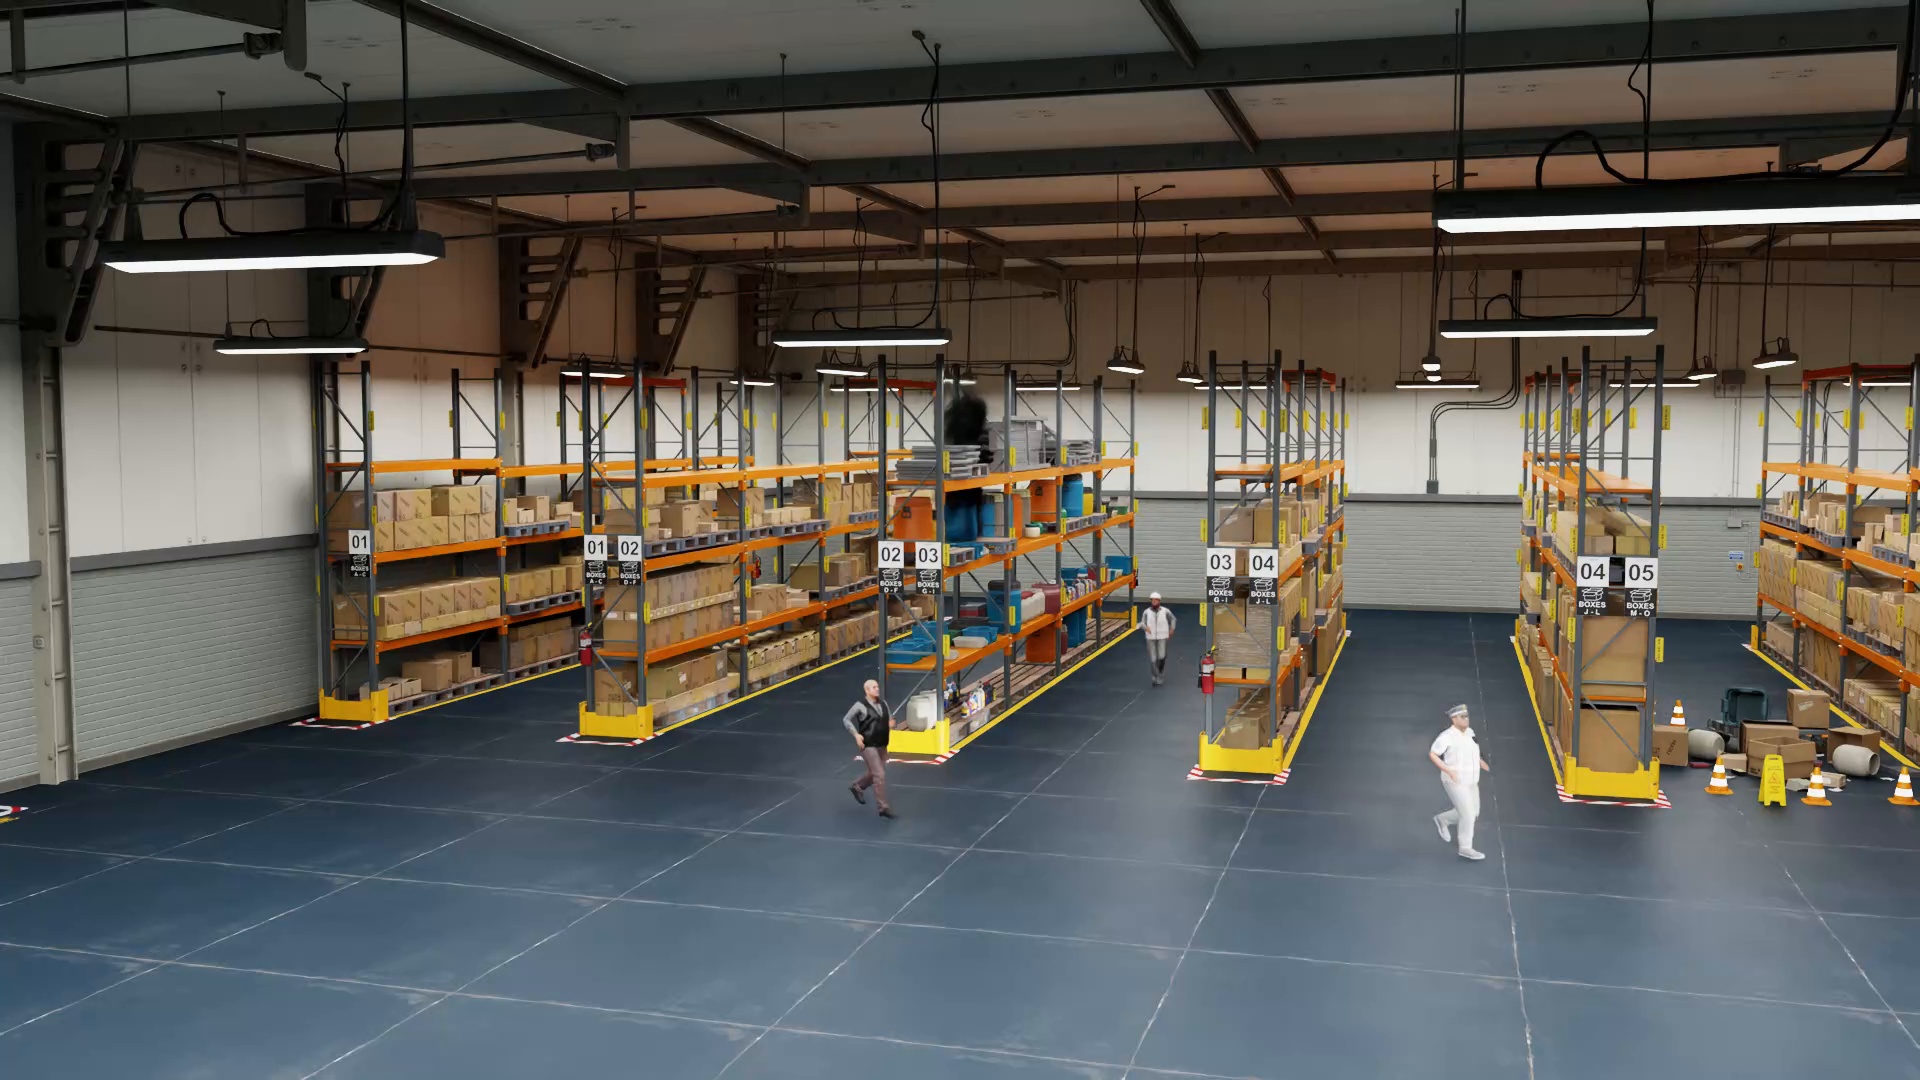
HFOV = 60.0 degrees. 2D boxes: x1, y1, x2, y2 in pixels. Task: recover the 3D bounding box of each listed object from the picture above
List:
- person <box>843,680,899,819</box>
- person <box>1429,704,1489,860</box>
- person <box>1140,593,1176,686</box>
[{"bbox_3d":[-1.106,2.620,21.091,0.964,1.698,0.662,3,5,40],"label":"person"},{"bbox_3d":[5.752,2.758,19.214,0.673,1.739,0.802,-3,5,-34],"label":"person"},{"bbox_3d":[3.748,1.830,31.589,0.667,1.661,0.686,1,4,13],"label":"person"}]
